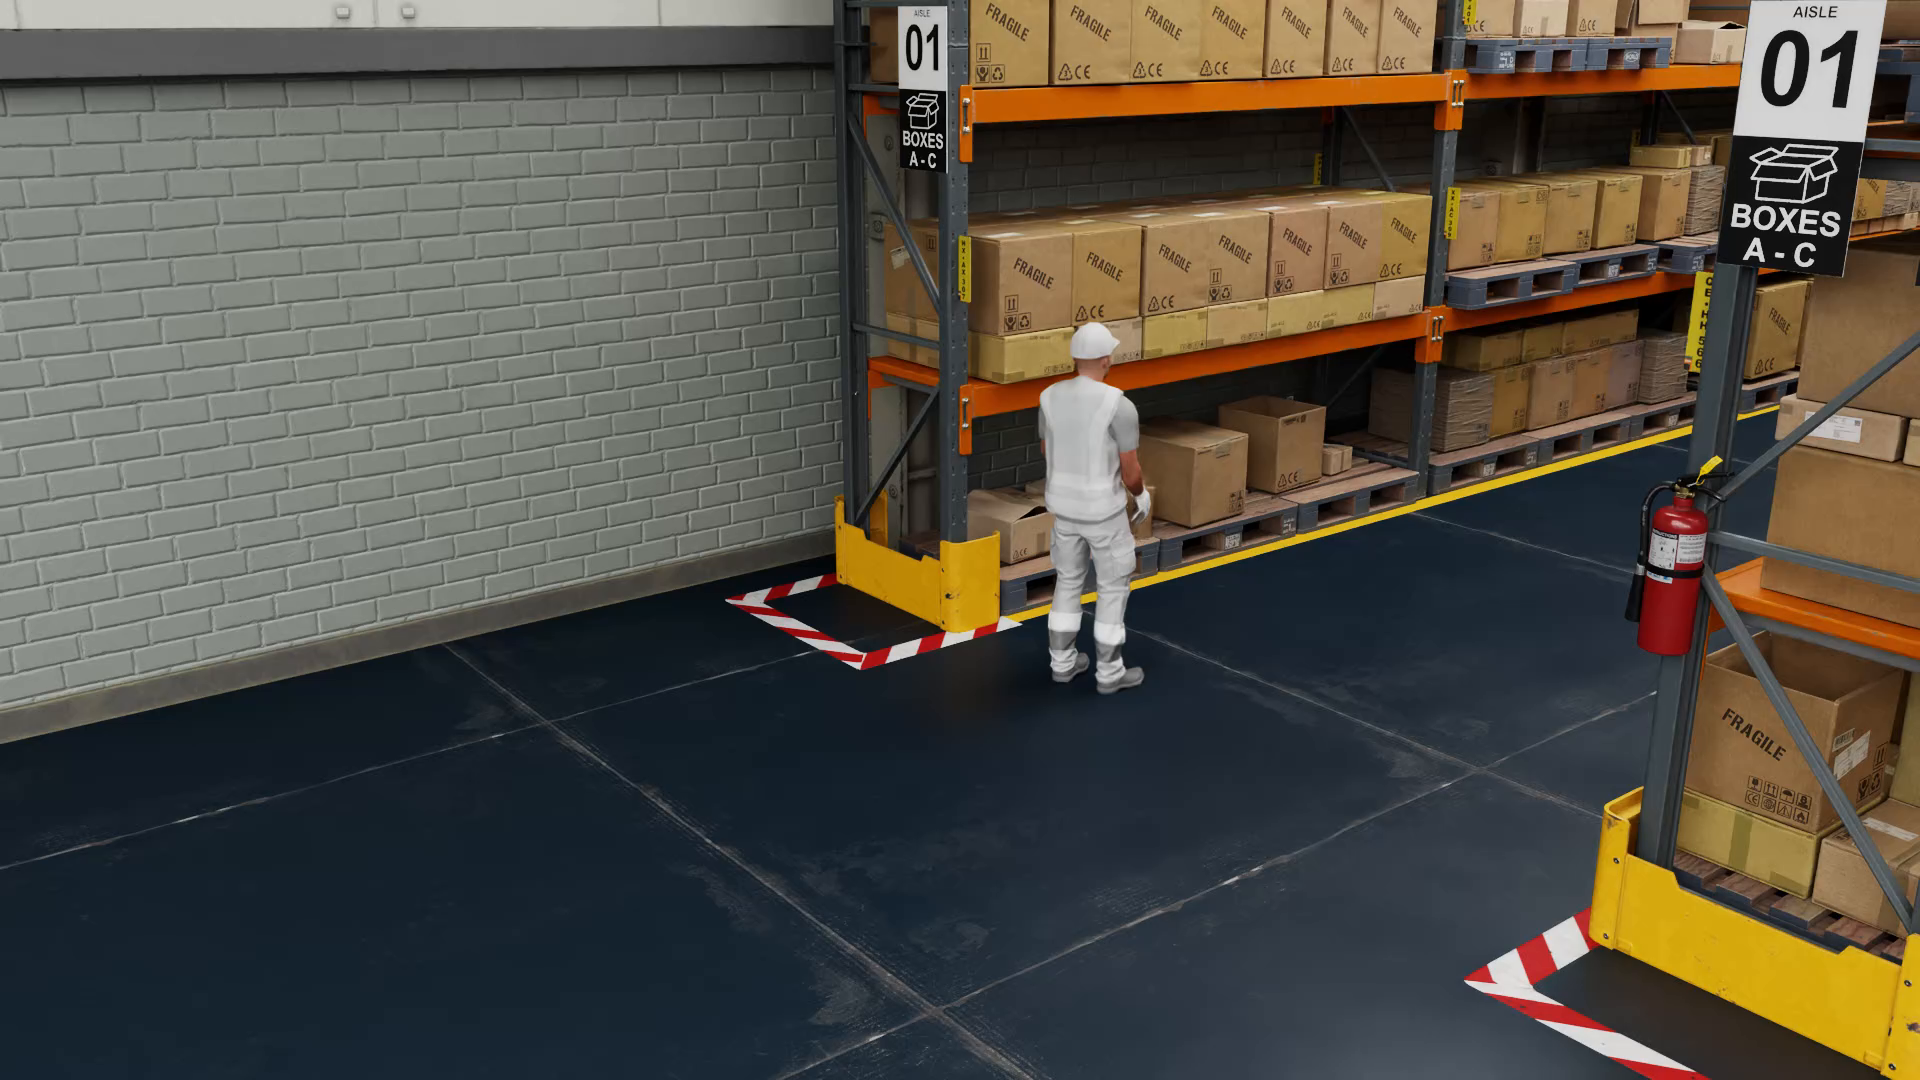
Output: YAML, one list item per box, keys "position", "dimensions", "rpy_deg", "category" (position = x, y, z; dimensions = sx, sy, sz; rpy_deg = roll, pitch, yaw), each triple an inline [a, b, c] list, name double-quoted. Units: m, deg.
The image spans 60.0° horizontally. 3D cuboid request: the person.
- position: [0.639, -0.161, 8.015]
  dimensions: [0.535, 1.792, 0.462]
  rpy_deg: [13, 22, 35]
  category: "person"
